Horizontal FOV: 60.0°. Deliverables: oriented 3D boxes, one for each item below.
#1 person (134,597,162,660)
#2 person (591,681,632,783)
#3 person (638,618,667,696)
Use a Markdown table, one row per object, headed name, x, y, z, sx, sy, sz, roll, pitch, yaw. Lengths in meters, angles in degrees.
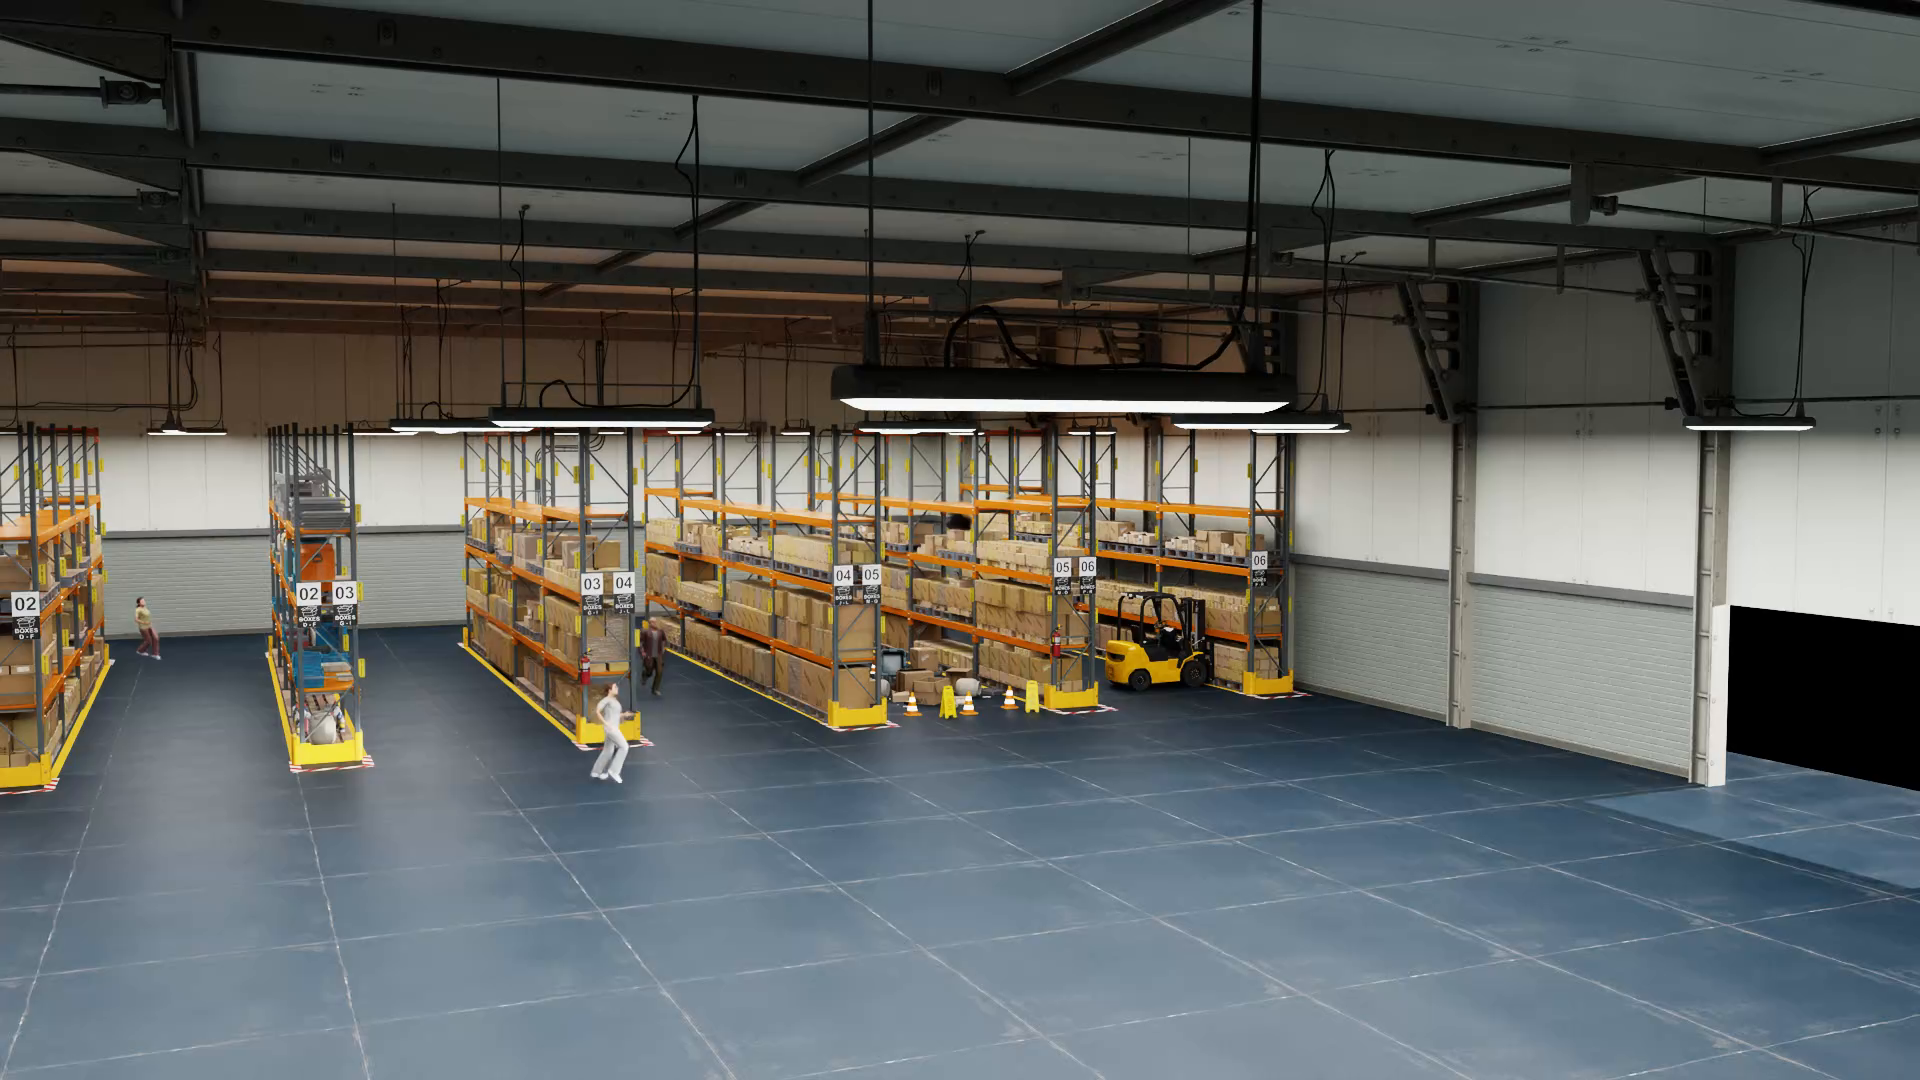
| name | x | y | z | sx | sy | sz | roll | pitch | yaw |
| --- | --- | --- | --- | --- | --- | --- | --- | --- | --- |
| person | -21.085 | 2.288 | 43.005 | 0.749 | 1.640 | 0.606 | 1 | 4 | 11 |
| person | -5.812 | 3.200 | 27.737 | 0.720 | 1.703 | 0.541 | 0 | 3 | -3 |
| person | -6.887 | 2.595 | 37.282 | 0.715 | 1.729 | 0.766 | -2 | 4 | -26 |
